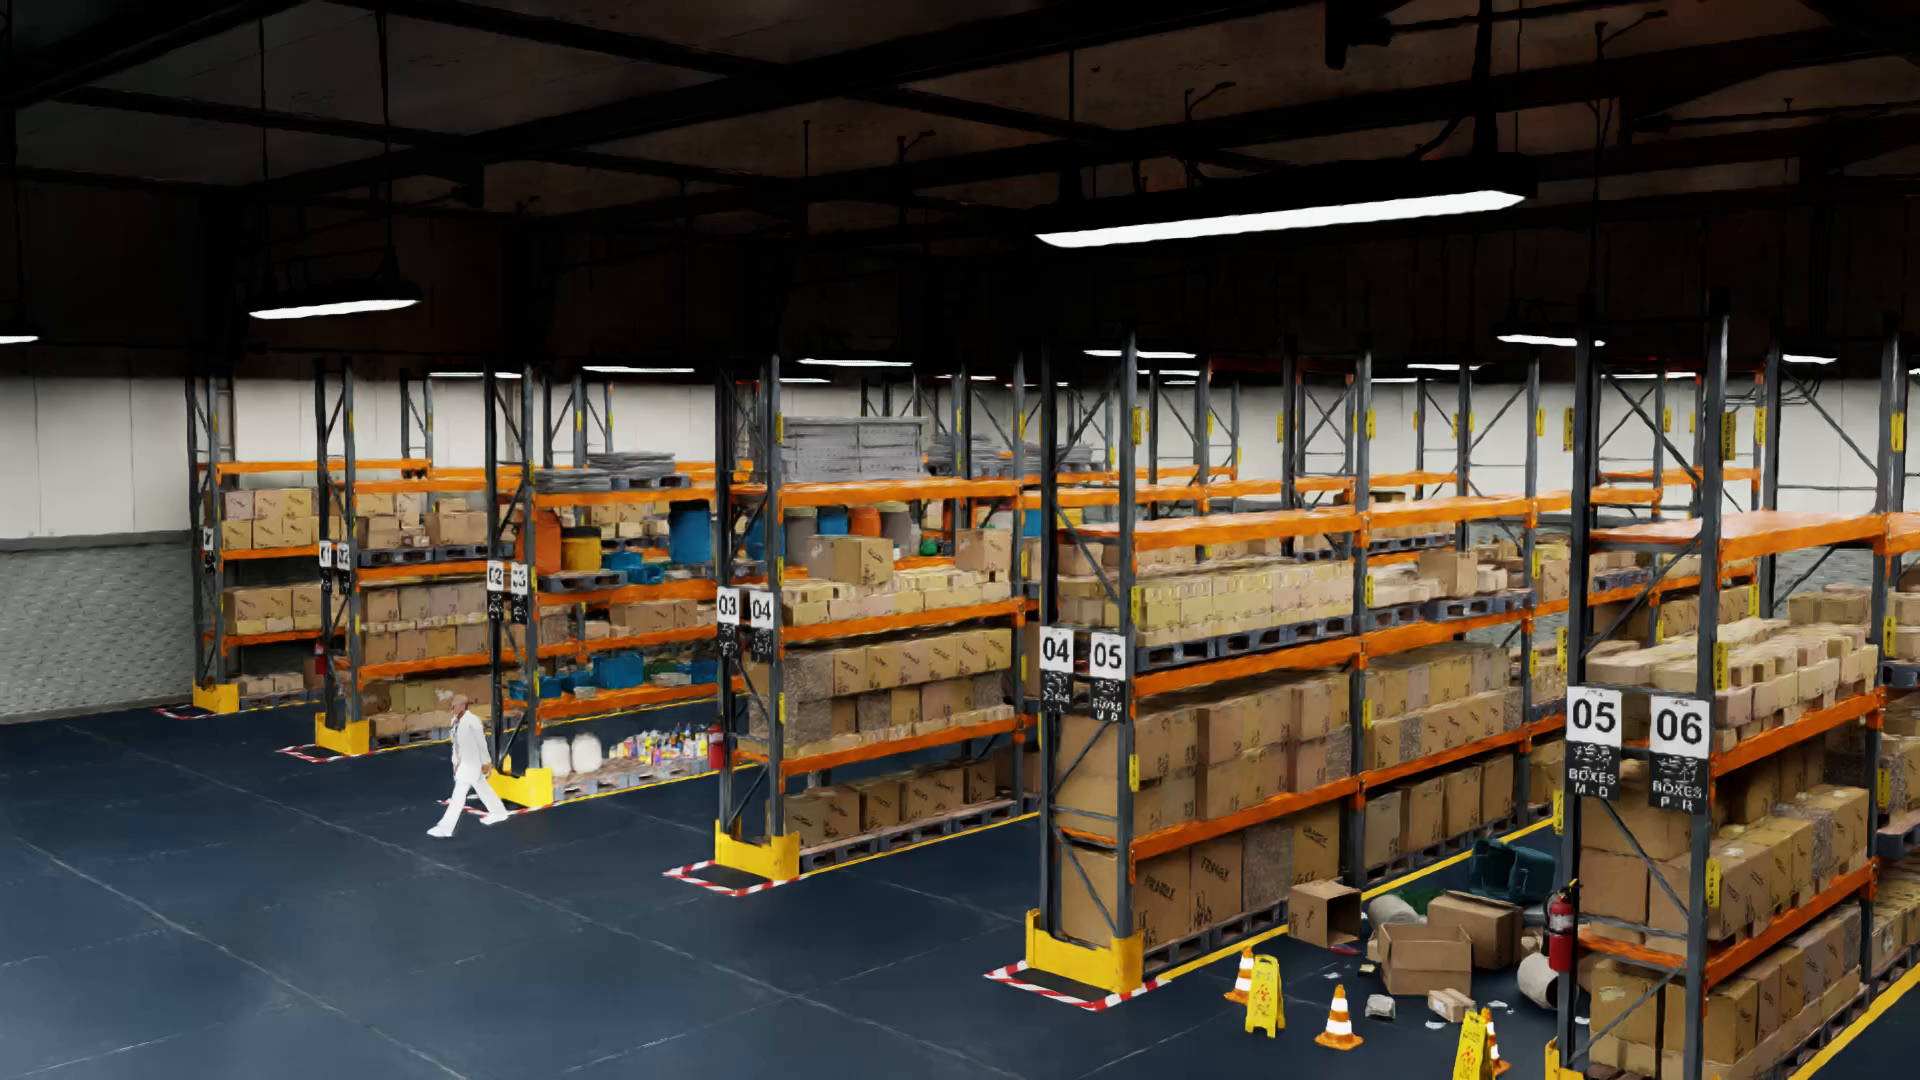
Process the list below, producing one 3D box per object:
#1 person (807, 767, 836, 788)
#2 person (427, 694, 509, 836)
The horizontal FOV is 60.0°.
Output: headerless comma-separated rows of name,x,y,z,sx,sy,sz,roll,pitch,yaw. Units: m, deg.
person,-1.854,2.562,22.723,0.462,1.723,0.589,1,5,14
person,-6.093,2.730,20.470,1.194,1.698,0.598,-4,6,-44
